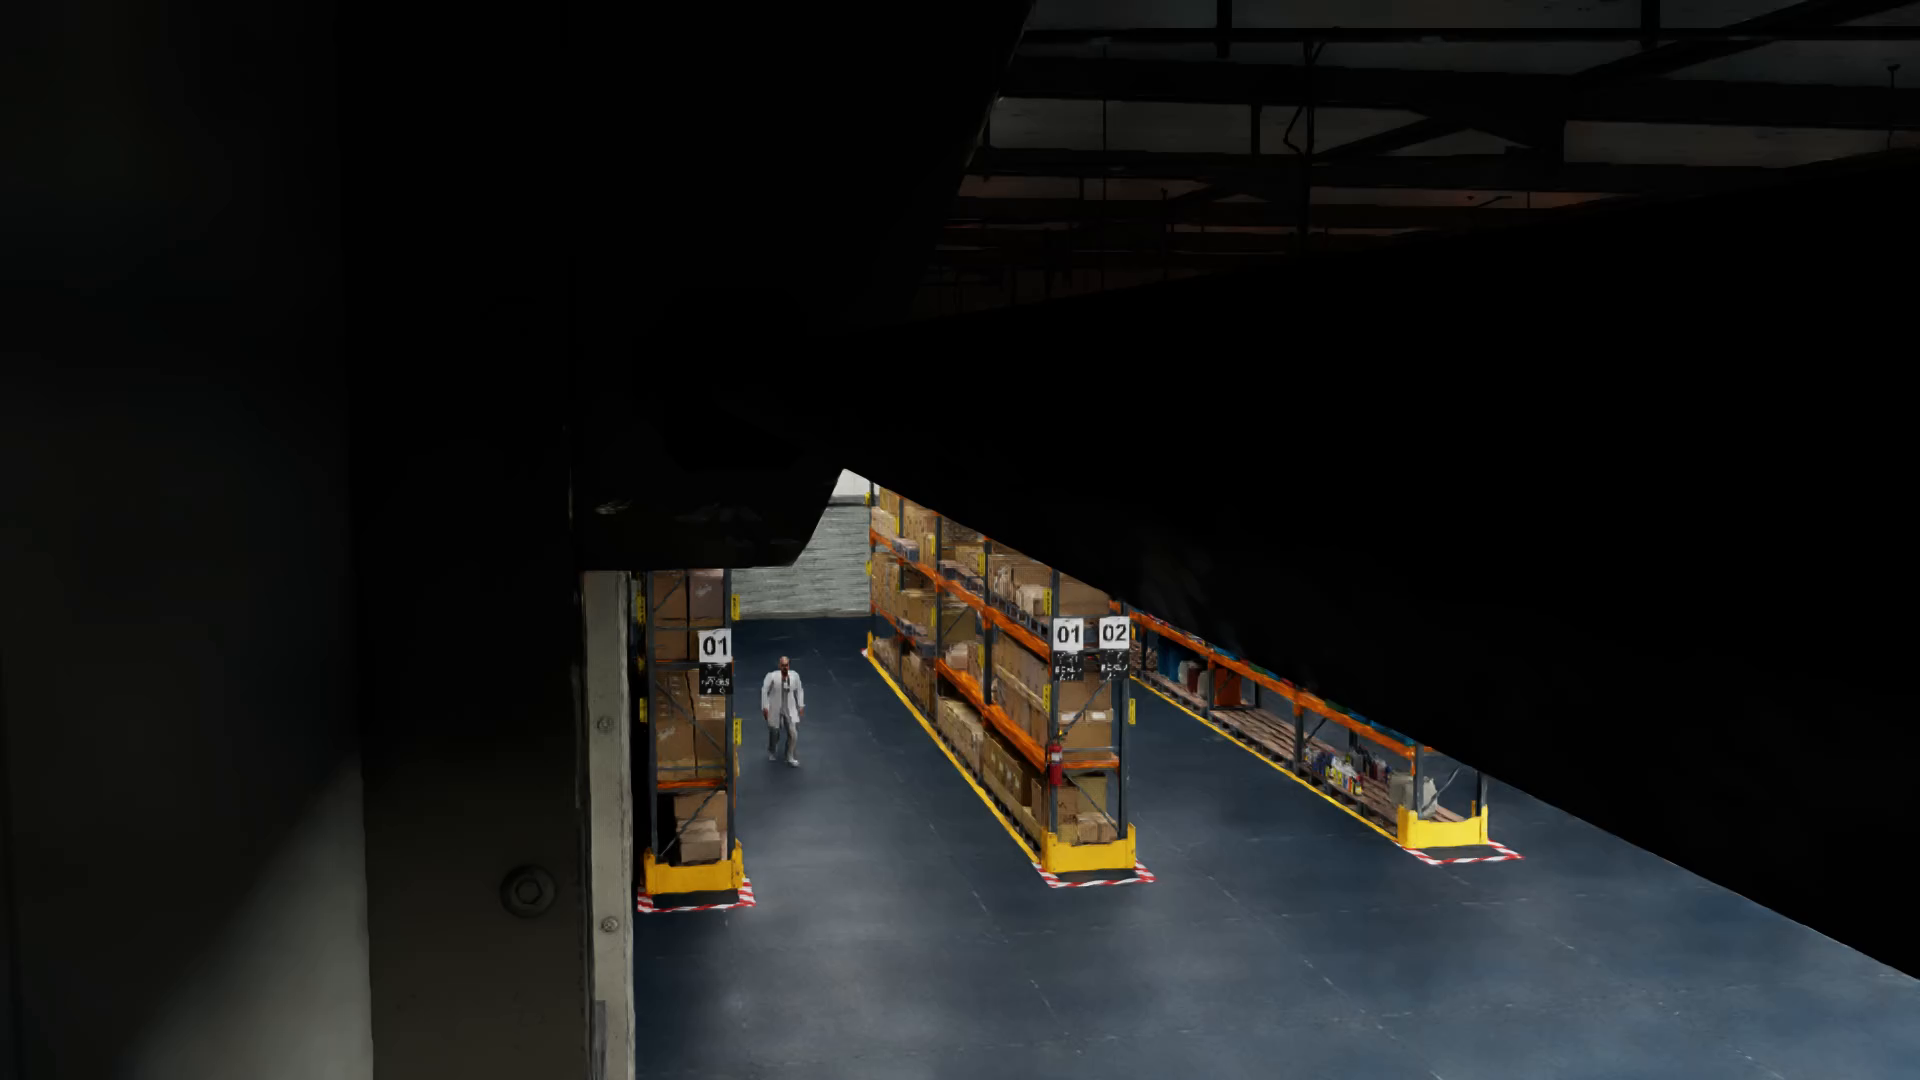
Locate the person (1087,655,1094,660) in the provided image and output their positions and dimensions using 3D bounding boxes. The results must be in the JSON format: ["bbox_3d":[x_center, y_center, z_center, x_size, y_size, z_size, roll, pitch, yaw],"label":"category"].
[{"bbox_3d":[2.100,2.473,28.906,0.545,1.640,1.116,-1,6,-14],"label":"person"}]

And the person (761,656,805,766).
[{"bbox_3d":[-2.845,2.695,26.567,0.729,1.753,0.765,-2,6,-18],"label":"person"}]

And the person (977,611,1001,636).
[{"bbox_3d":[0.657,1.738,36.196,0.502,1.625,0.997,-1,6,-12],"label":"person"}]
